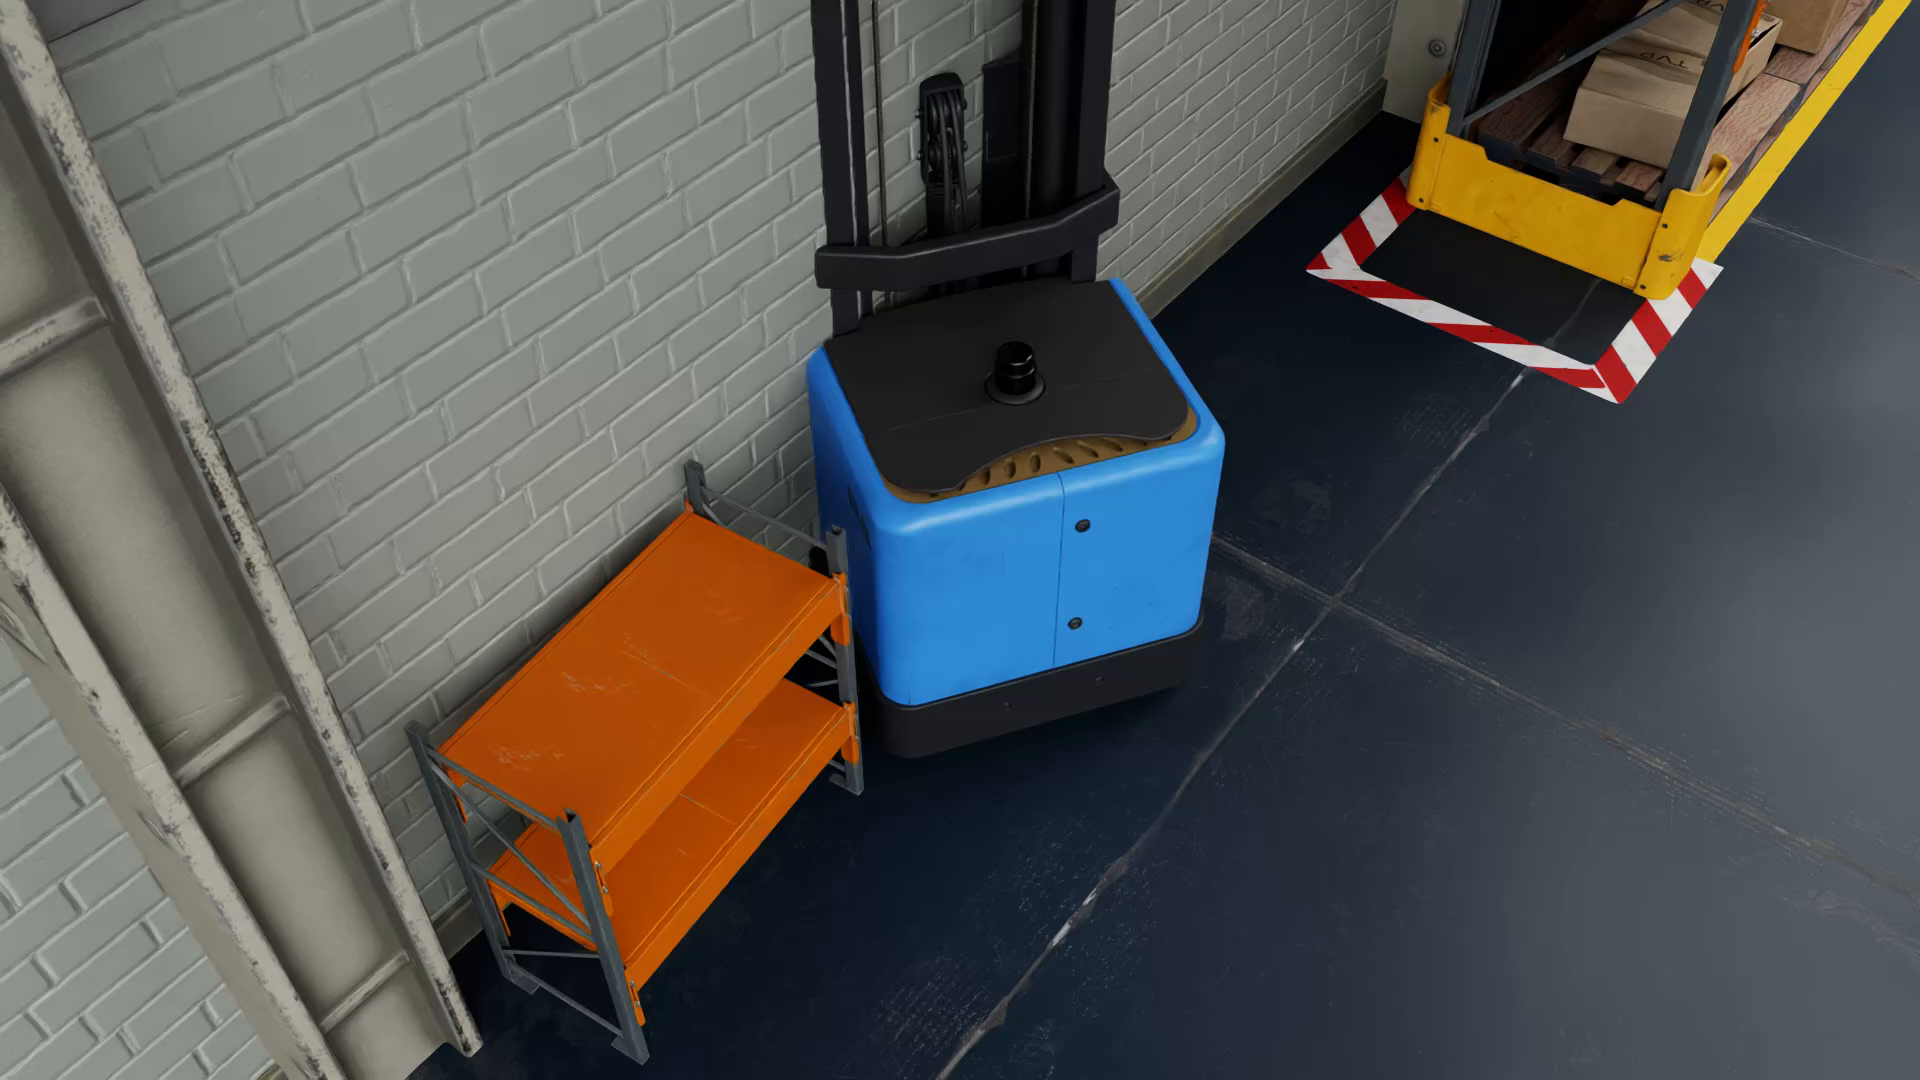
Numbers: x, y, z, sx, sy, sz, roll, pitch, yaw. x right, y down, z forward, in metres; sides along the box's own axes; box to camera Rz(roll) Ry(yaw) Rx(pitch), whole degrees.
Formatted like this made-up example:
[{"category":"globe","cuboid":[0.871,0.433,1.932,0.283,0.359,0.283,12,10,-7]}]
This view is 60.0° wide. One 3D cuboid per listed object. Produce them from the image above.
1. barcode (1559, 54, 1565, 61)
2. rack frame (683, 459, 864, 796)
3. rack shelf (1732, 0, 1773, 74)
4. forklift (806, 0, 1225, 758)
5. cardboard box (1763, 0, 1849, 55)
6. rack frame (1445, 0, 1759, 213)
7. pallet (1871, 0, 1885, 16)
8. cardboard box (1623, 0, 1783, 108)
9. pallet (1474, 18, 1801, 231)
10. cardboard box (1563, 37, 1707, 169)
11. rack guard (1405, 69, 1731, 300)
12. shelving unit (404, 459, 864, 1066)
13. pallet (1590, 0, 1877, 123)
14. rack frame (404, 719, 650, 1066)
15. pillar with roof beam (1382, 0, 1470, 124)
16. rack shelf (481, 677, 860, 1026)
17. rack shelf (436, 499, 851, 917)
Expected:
[{"category":"barcode","cuboid":[2.597,-2.062,7.194,0.001,0.075,0.075,29,53,25]},{"category":"rack frame","cuboid":[-0.510,0.278,4.706,0.500,1.125,0.032,24,51,21]},{"category":"rack shelf","cuboid":[3.631,-3.188,7.218,1.077,0.370,4.000,29,53,25]},{"category":"forklift","cuboid":[-0.212,-1.441,5.100,1.130,2.935,3.031,-14,48,-13]},{"category":"cardboard box","cuboid":[3.739,-2.661,7.642,0.700,0.500,0.500,26,52,23]},{"category":"rack frame","cuboid":[2.409,-2.292,5.865,1.000,3.000,0.127,29,53,25]},{"category":"pallet","cuboid":[4.471,-3.218,8.678,1.003,0.211,1.213,29,53,25]},{"category":"cardboard box","cuboid":[3.251,-2.198,7.330,0.500,0.311,0.500,34,55,28]},{"category":"pallet","cuboid":[2.980,-1.822,7.344,1.003,0.211,1.213,29,53,25]},{"category":"cardboard box","cuboid":[2.903,-1.871,7.018,0.500,0.311,0.500,24,51,21]},{"category":"rack guard","cuboid":[2.455,-1.472,6.811,1.175,0.500,0.348,29,53,25]},{"category":"shelving unit","cuboid":[-0.778,0.590,4.408,0.538,1.125,1.048,24,51,21]},{"category":"pallet","cuboid":[3.726,-2.517,8.008,1.003,0.211,1.213,29,53,25]},{"category":"rack frame","cuboid":[-1.047,0.902,4.110,0.500,1.125,0.032,24,51,21]},{"category":"pillar with roof beam","cuboid":[5.559,-3.244,2.626,9.100,9.000,0.400,29,53,25]},{"category":"rack shelf","cuboid":[-0.778,0.759,4.585,0.538,0.278,1.000,24,51,21]},{"category":"rack shelf","cuboid":[-0.778,0.388,4.197,0.538,0.278,1.000,24,51,21]}]
